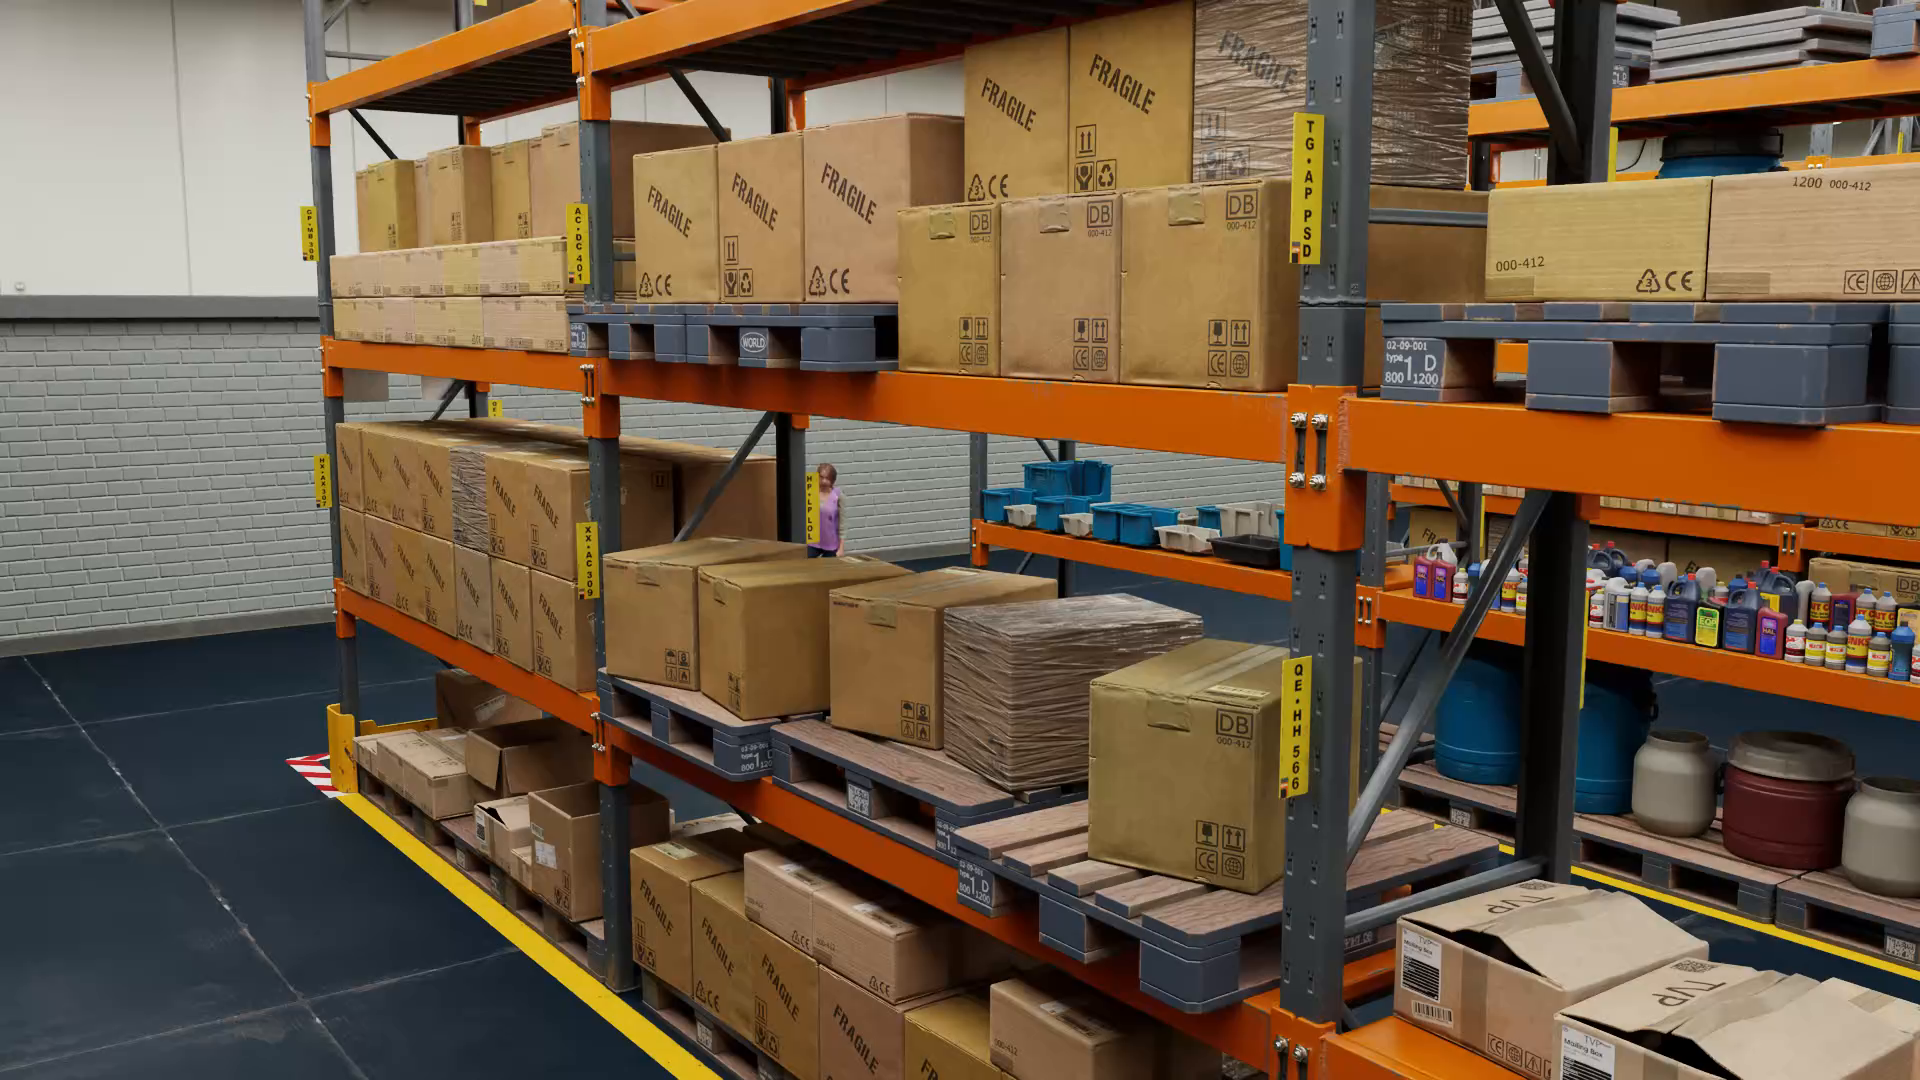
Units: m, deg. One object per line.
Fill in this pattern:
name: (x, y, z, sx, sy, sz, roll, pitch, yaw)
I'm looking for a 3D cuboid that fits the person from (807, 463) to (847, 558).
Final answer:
person: (-1.283, 0.067, 15.311, 0.510, 1.575, 0.457, 0, 8, 0)
